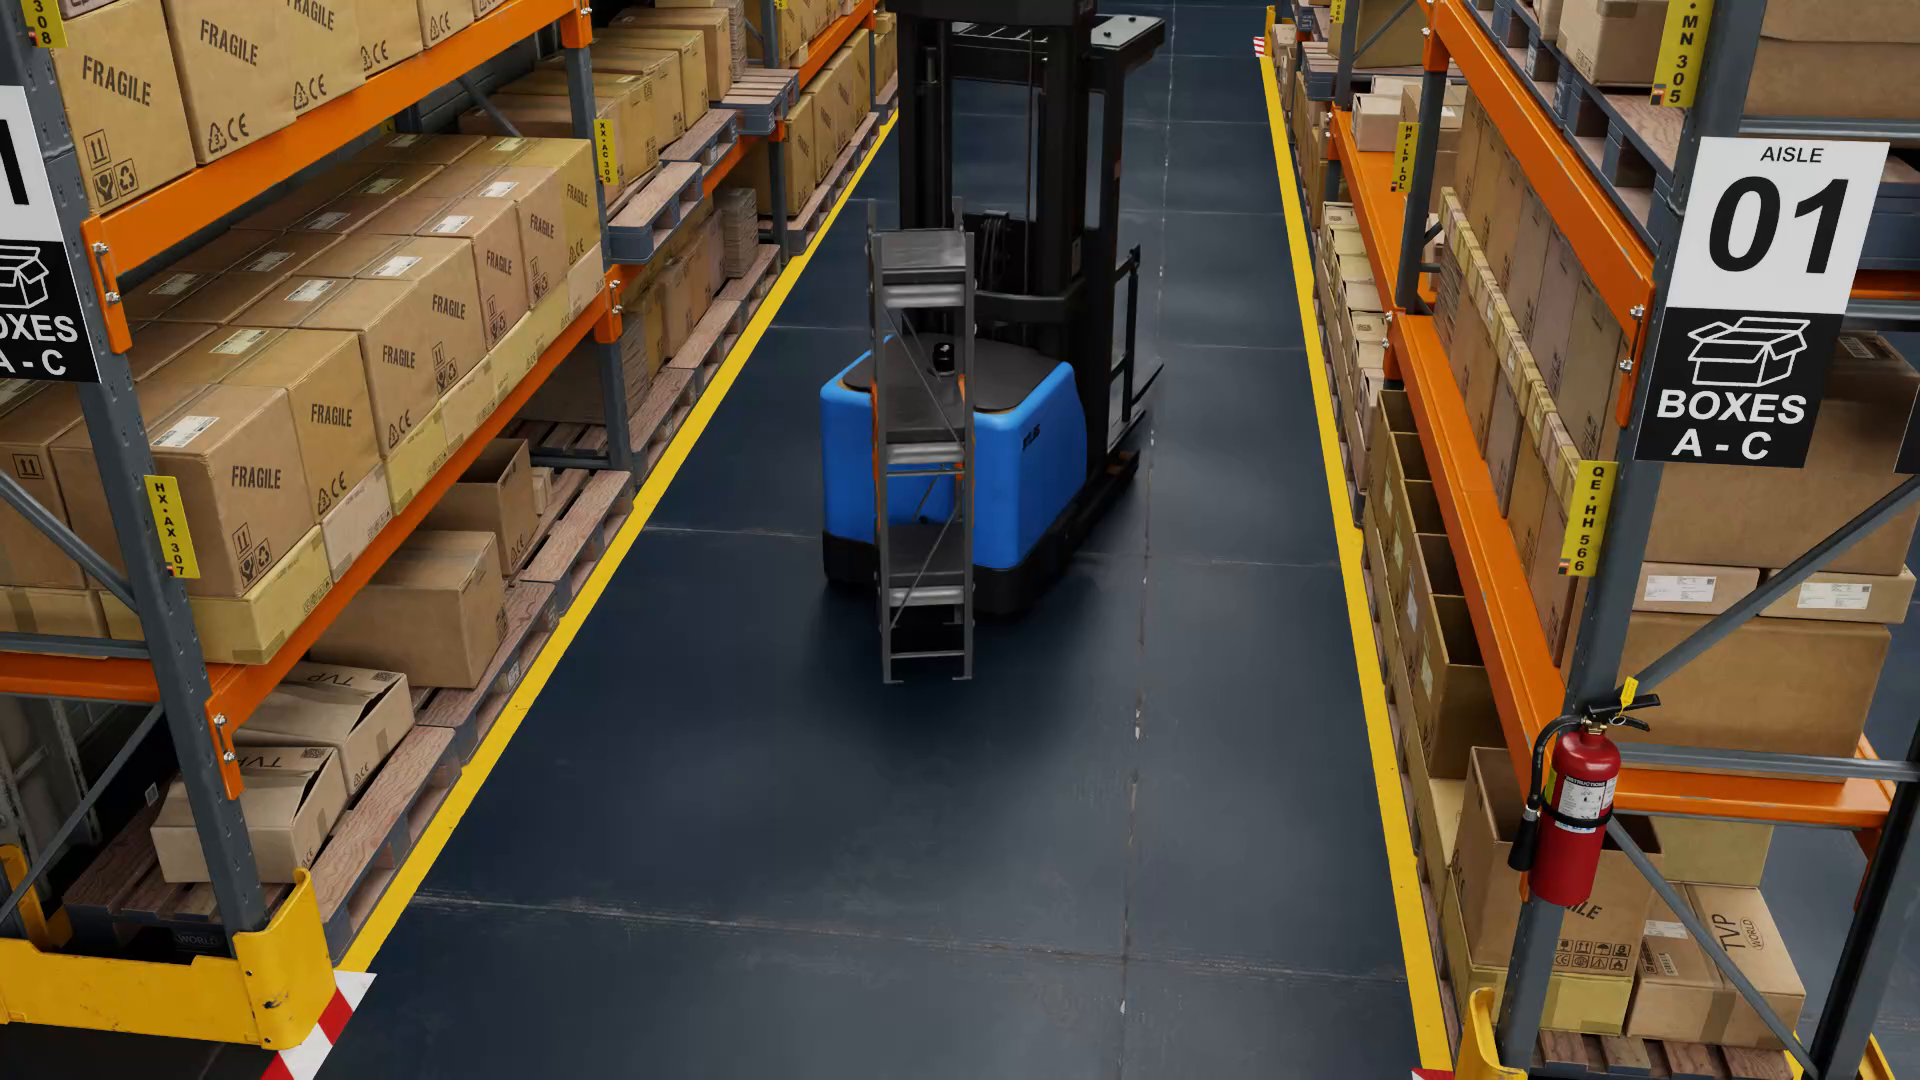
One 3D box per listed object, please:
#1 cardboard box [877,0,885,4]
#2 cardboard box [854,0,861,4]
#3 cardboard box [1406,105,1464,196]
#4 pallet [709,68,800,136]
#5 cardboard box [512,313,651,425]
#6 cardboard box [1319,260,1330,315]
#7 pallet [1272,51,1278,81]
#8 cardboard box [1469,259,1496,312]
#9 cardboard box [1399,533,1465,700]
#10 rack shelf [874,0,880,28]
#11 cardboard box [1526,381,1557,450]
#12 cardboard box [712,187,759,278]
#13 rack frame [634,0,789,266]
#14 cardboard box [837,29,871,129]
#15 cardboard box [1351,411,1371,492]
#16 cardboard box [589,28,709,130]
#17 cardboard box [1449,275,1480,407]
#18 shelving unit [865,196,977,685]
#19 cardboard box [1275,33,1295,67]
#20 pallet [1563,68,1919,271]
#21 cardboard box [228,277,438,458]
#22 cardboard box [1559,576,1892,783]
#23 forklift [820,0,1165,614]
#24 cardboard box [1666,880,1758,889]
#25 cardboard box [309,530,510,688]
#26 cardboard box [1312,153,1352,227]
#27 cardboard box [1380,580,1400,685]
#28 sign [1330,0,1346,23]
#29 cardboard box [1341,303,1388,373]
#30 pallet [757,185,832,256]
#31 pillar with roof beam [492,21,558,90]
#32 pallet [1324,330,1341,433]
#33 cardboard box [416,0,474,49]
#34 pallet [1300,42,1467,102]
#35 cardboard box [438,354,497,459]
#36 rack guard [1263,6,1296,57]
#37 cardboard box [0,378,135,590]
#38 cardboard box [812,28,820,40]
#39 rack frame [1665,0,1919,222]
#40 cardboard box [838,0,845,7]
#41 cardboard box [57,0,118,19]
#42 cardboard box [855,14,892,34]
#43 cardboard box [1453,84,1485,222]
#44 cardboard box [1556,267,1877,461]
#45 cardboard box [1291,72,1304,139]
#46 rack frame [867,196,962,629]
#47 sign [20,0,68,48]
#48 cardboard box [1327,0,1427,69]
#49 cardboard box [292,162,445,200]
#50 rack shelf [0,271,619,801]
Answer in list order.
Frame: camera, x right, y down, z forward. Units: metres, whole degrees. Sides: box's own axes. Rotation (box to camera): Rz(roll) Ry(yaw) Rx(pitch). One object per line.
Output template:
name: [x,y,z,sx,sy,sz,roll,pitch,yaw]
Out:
cardboard box: [-0.874,-5.731,18.417,0.700,0.500,0.500,3,28,6]
cardboard box: [-1.085,-4.937,14.995,0.380,0.149,0.250,4,29,7]
cardboard box: [2.856,-2.171,9.511,0.500,0.500,0.500,3,28,6]
pallet: [-1.788,-3.025,11.405,1.213,0.211,1.003,3,28,6]
cardboard box: [-2.223,-1.009,9.632,0.700,0.500,0.500,4,29,8]
cardboard box: [2.694,-1.673,11.150,0.500,0.250,0.500,3,28,5]
pallet: [3.984,-5.292,18.351,1.003,0.211,1.213,3,28,6]
cardboard box: [2.271,-1.016,6.684,0.380,0.149,0.250,2,28,5]
cardboard box: [2.071,0.319,6.660,0.500,0.500,0.500,3,28,6]
rack shelf: [-1.072,-5.959,17.407,1.077,0.370,4.000,3,28,6]
cardboard box: [2.114,-0.406,5.551,0.380,0.149,0.250,4,29,8]
cardboard box: [-1.843,-2.203,11.848,0.700,0.500,0.500,4,29,7]
rack frame: [-1.807,-3.451,11.994,1.000,3.000,0.127,3,28,6]
cardboard box: [-1.267,-4.259,15.317,0.750,0.750,0.750,4,29,7]
cardboard box: [2.383,-0.469,8.914,0.500,0.250,0.500,3,28,6]
cardboard box: [-1.985,-2.879,10.363,0.700,0.500,0.500,3,28,6]
cardboard box: [2.514,-0.869,7.094,0.700,0.500,0.500,3,28,6]
shelving unit: [-0.168,-0.397,7.272,0.431,2.100,0.503,-3,28,-5]
cardboard box: [3.619,-5.204,17.682,0.500,0.250,0.500,3,28,6]
pallet: [2.242,-1.012,4.397,1.003,0.211,1.213,3,28,6]
cardboard box: [-2.290,-0.641,6.123,0.500,0.500,0.500,2,28,5]
cardboard box: [2.200,0.337,4.856,0.700,0.500,0.500,3,28,6]
forklift: [0.365,-1.614,8.655,1.130,2.935,3.031,11,30,20]
cardboard box: [2.474,1.151,5.907,0.500,0.250,0.500,3,28,6]
cardboard box: [-2.404,0.290,7.221,0.700,0.500,0.500,2,28,3]
cardboard box: [2.992,-2.712,12.794,0.500,0.500,0.500,4,29,8]
cardboard box: [2.129,0.414,7.275,0.500,0.250,0.500,3,28,6]
sign: [2.570,-3.667,11.257,0.100,0.325,0.005,3,28,6]
cardboard box: [2.506,-1.191,9.663,0.500,0.311,0.500,3,28,6]
pallet: [-1.635,-2.590,13.336,1.003,0.211,1.213,3,28,6]
pillar with roof beam: [1.448,-5.281,9.064,9.100,9.000,0.400,3,28,6]
pallet: [2.818,-0.980,10.346,1.003,0.211,1.213,3,28,6]
cardboard box: [-2.218,-2.189,6.362,0.500,0.500,0.500,2,28,4]
pallet: [3.123,-3.404,12.108,1.213,0.211,1.003,3,28,6]
cardboard box: [-2.230,-0.562,6.768,0.500,0.250,0.500,4,29,7]
rack guard: [4.081,-5.795,18.979,1.175,0.500,0.348,3,28,6]
cardboard box: [-2.940,-0.193,5.292,0.500,0.500,0.500,3,28,6]
cardboard box: [-1.359,-4.214,13.653,0.380,0.149,0.250,4,29,6]
rack frame: [2.130,-2.041,3.050,1.000,3.000,0.127,3,28,6]
cardboard box: [-1.246,-4.809,14.074,0.500,0.500,0.500,3,29,6]
cardboard box: [-2.499,-1.666,4.337,0.500,0.500,0.500,1,28,3]
cardboard box: [-0.900,-5.201,16.750,0.380,0.149,0.250,4,29,8]
cardboard box: [2.572,-1.688,7.248,0.700,0.500,0.500,3,29,6]
cardboard box: [2.265,-0.506,5.054,0.700,0.500,0.500,3,28,5]
cardboard box: [3.299,-3.928,15.050,0.500,0.500,0.500,2,28,4]
rack frame: [-0.191,-0.512,7.486,0.400,2.100,0.015,-3,28,-5]
sign: [-2.249,-1.360,4.027,0.100,0.325,0.005,3,28,6]
cardboard box: [3.075,-3.697,11.902,0.700,0.500,0.500,-6,29,-11]
cardboard box: [-2.629,-1.389,7.512,0.500,0.500,0.500,3,28,6]
rack shelf: [-2.542,-0.310,6.922,1.077,0.370,4.000,3,28,6]
